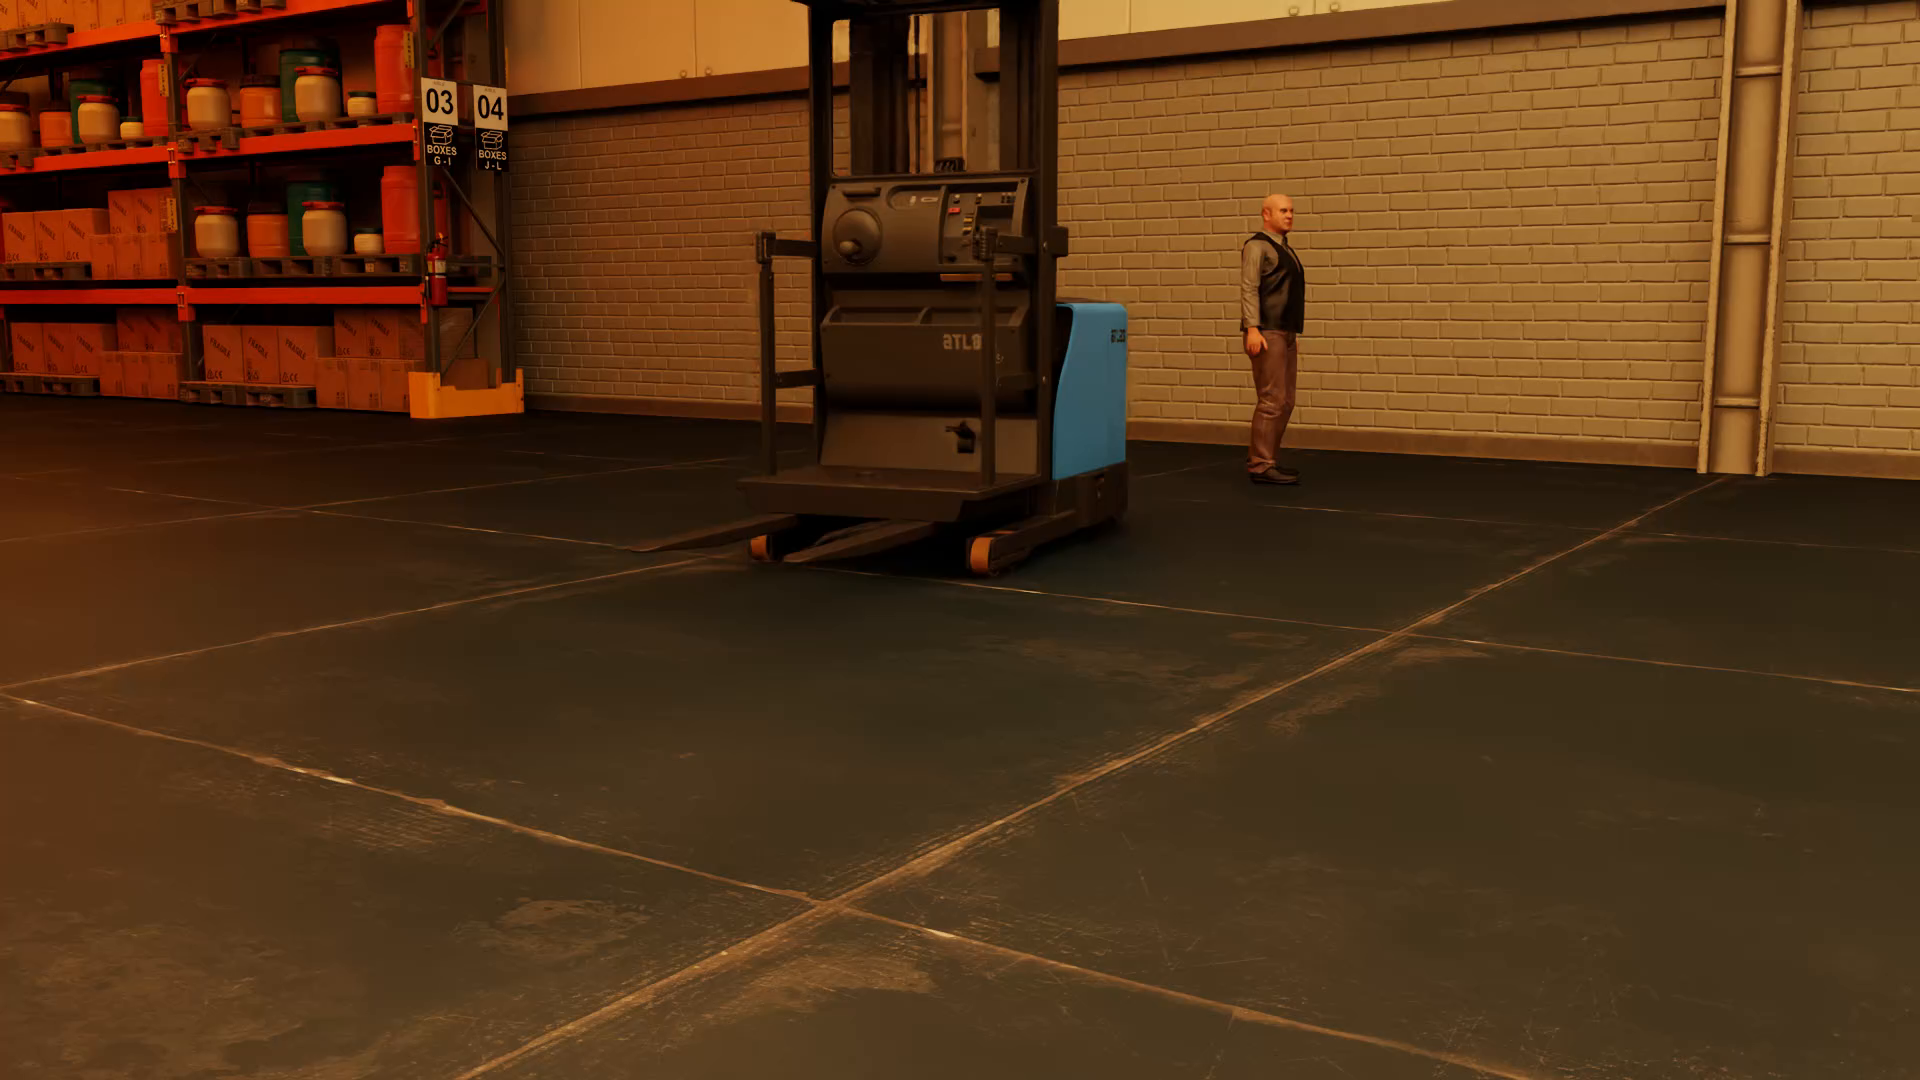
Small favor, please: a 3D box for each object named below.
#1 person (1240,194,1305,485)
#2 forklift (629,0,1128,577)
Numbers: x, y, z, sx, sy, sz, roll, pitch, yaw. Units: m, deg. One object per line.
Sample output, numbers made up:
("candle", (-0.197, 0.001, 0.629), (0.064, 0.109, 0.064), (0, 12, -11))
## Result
("person", (1.908, -1.213, 10.026), (0.411, 1.723, 0.632), (4, 9, 26))
("forklift", (-0.237, -1.371, 6.837), (1.130, 2.935, 3.031), (4, 9, 23))
